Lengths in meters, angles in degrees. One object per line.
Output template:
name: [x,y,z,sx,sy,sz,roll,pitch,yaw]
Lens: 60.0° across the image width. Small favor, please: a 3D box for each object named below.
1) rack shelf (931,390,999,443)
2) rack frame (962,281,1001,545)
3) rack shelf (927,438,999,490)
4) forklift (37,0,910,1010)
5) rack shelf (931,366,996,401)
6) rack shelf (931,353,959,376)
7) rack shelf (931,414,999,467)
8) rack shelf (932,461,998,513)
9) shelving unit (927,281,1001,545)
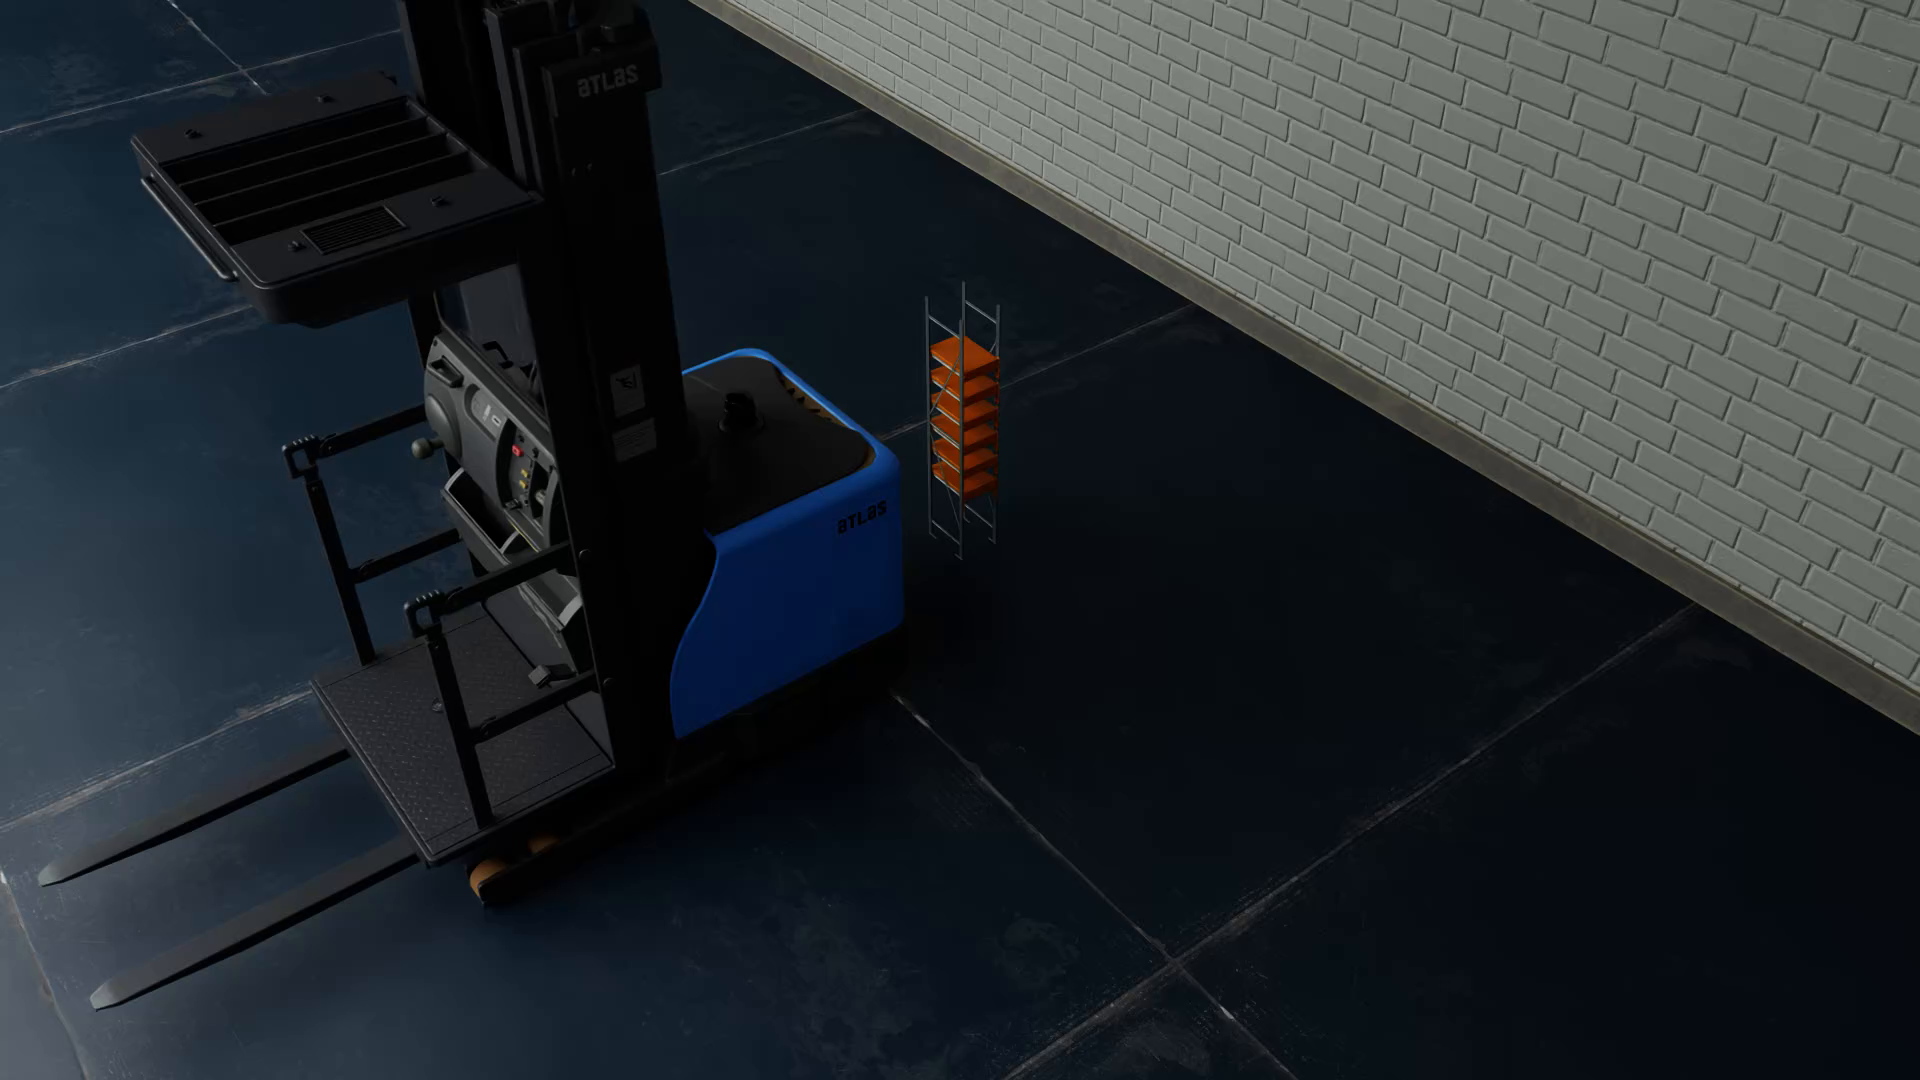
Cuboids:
rack shelf: [0.011,-0.528,6.828,0.180,0.103,0.258,-26,46,-28]
rack frame: [0.084,-0.505,6.919,0.006,1.200,0.240,-26,46,-28]
rack shelf: [0.011,-0.342,6.981,0.180,0.103,0.258,-26,46,-28]
forklift: [-1.675,-0.212,5.303,3.031,2.797,1.129,-26,46,-28]
rack shelf: [0.011,-0.642,6.735,0.171,0.034,0.221,-26,46,-28]
rack shelf: [0.011,-0.729,6.664,0.166,0.020,0.199,-26,46,-28]
rack shelf: [0.011,-0.435,6.904,0.180,0.103,0.258,-26,46,-28]
rack shelf: [0.011,-0.250,7.057,0.180,0.103,0.258,-26,46,-28]
shelving unit: [0.013,-0.470,6.877,0.184,1.200,0.258,-26,46,-28]
